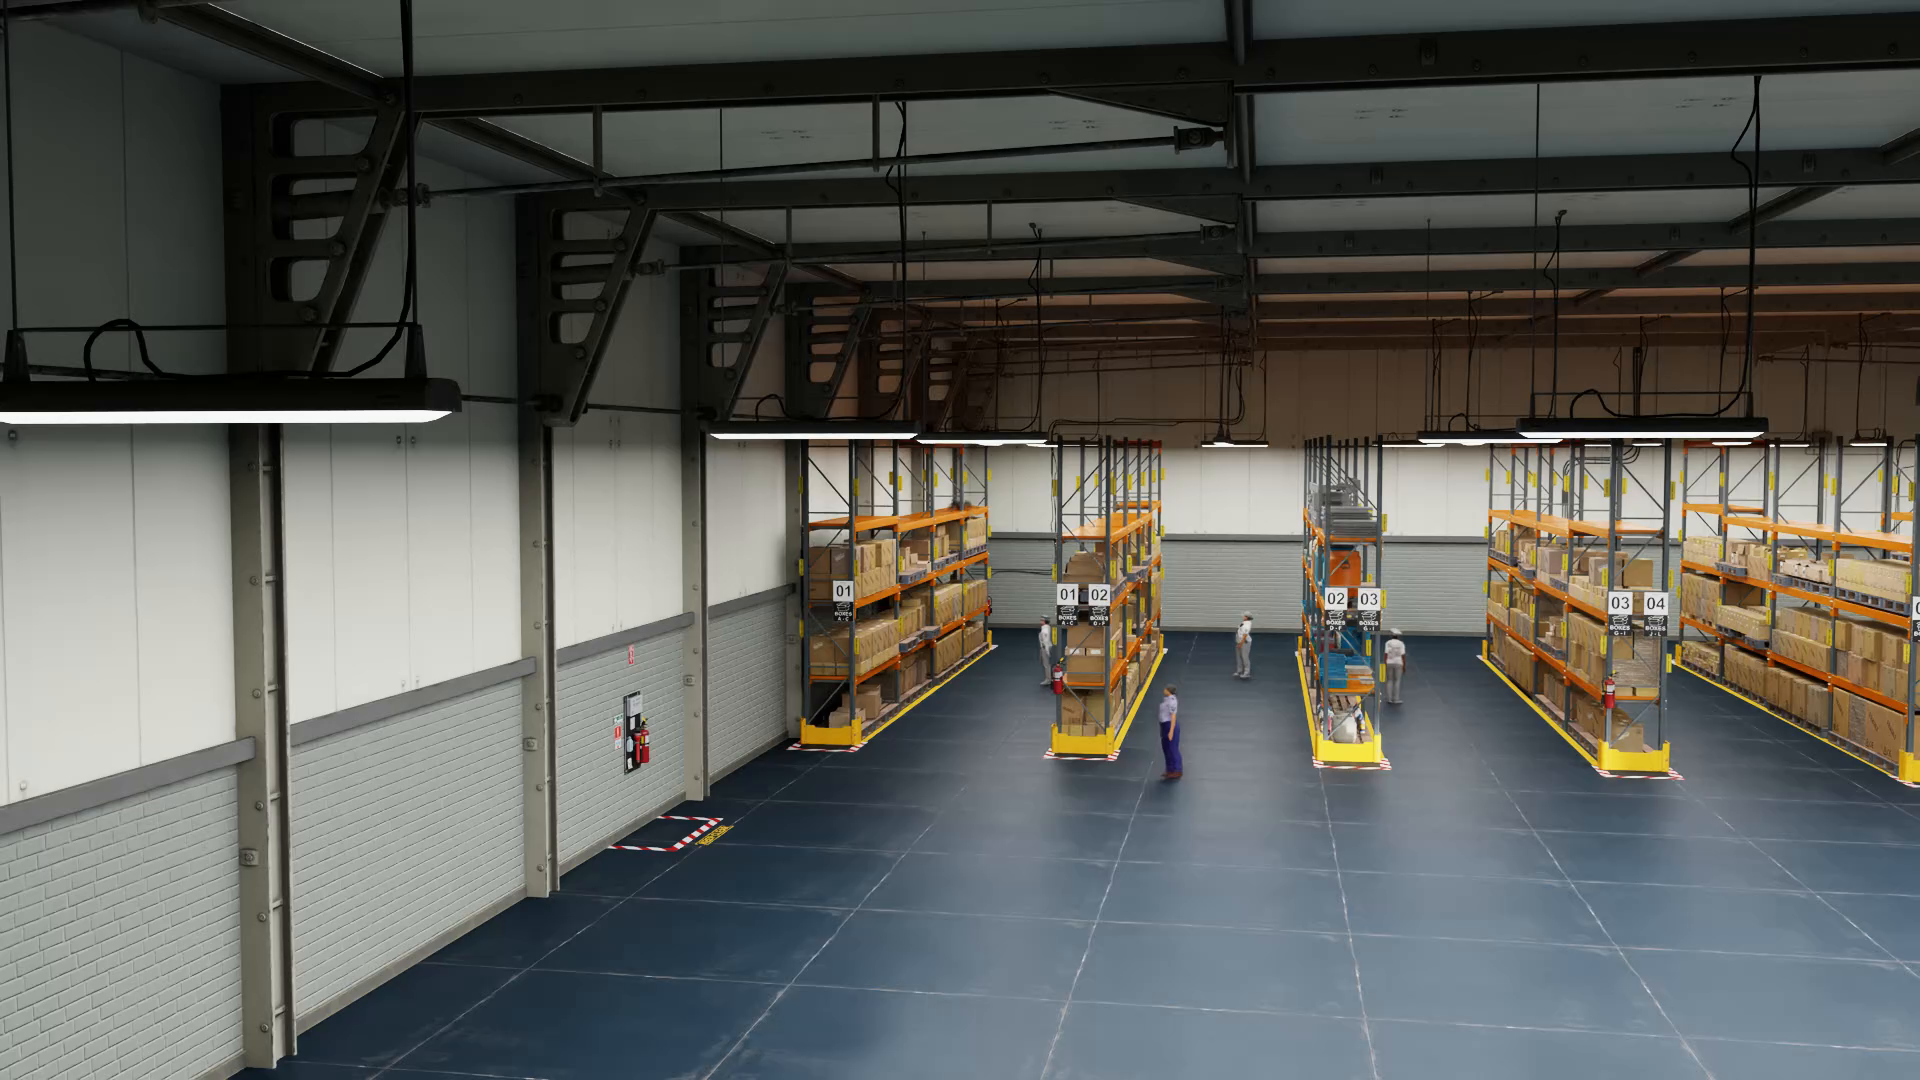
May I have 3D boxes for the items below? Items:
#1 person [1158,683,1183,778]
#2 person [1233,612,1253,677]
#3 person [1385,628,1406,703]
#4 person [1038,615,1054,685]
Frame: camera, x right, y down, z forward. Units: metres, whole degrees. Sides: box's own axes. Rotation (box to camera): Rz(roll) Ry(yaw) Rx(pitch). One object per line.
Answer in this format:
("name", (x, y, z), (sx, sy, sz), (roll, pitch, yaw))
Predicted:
("person", (3.678, 3.337, 29.073), (0.411, 1.678, 0.585), (-1, 3, -13))
("person", (7.158, 2.624, 41.979), (0.438, 1.650, 0.528), (-1, 3, -11))
("person", (9.845, 2.846, 37.606), (0.461, 1.694, 0.369), (2, 4, 29))
("person", (2.104, 2.682, 40.643), (0.385, 1.692, 0.542), (0, 3, 8))
